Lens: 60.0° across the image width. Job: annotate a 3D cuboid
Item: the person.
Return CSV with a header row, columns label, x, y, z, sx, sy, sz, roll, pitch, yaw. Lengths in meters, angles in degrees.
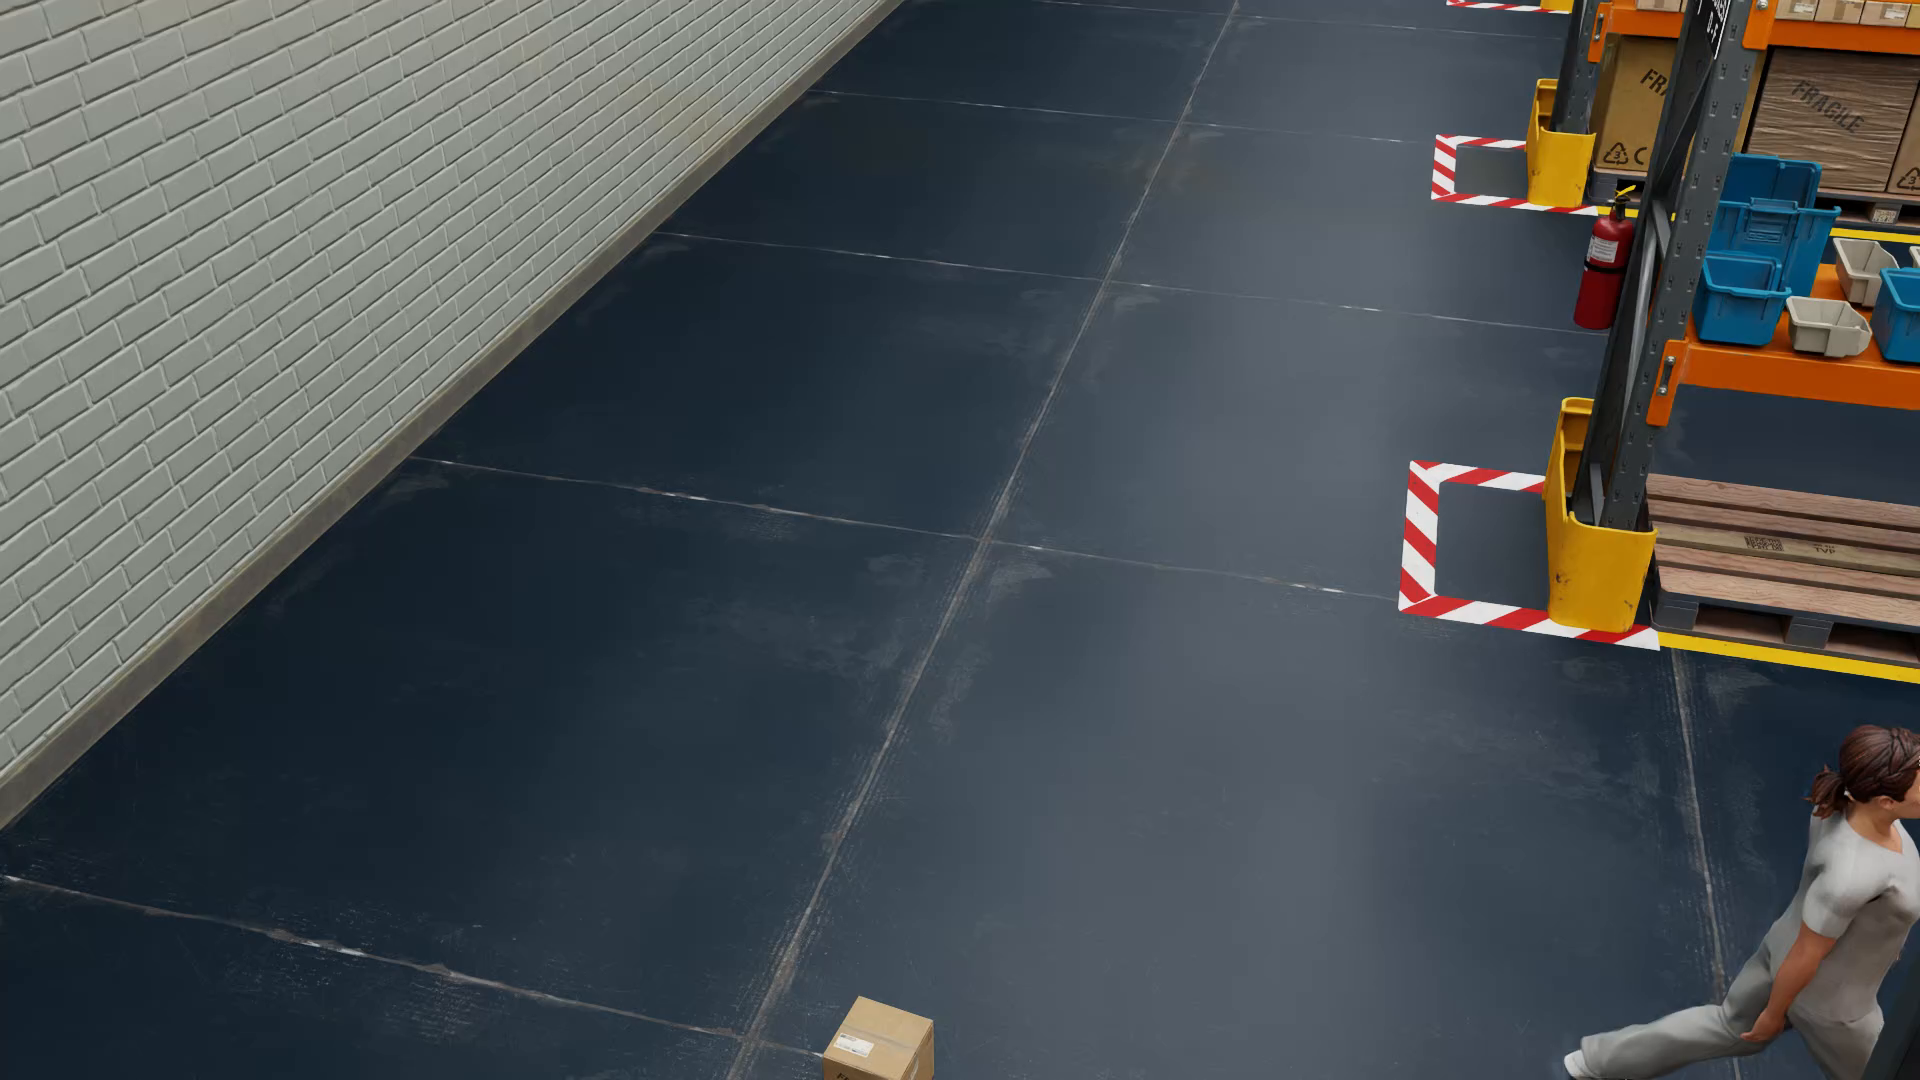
label,x,y,z,sx,sy,sz,roll,pitch,yaw
person,2.244,1.126,4.402,1.004,1.621,0.455,12,35,18
